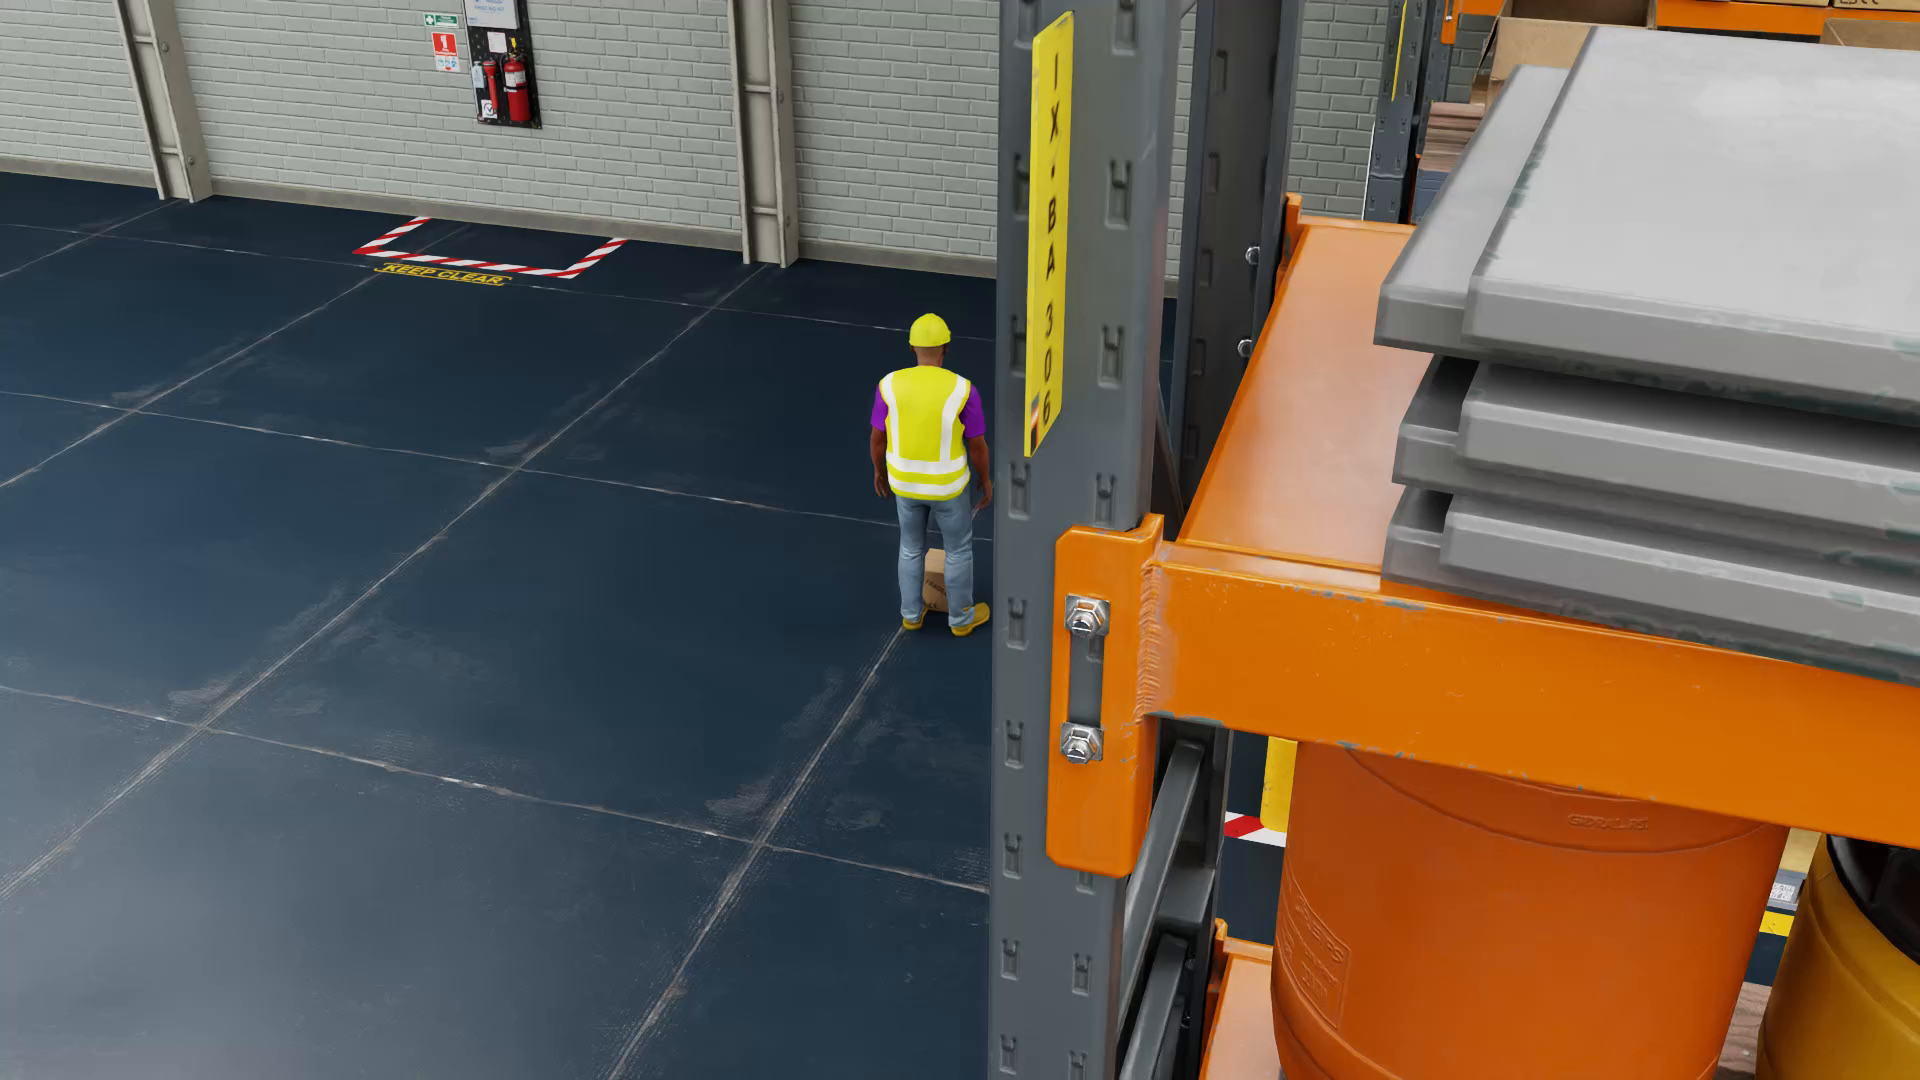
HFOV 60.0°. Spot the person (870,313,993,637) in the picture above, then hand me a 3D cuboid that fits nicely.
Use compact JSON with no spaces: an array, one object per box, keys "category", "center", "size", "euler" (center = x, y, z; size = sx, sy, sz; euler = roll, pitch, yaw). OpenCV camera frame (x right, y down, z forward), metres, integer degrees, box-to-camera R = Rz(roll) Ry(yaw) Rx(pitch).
[{"category":"person","center":[-0.147,-0.325,8.695],"size":[0.637,1.757,0.455],"euler":[7,30,13]}]
